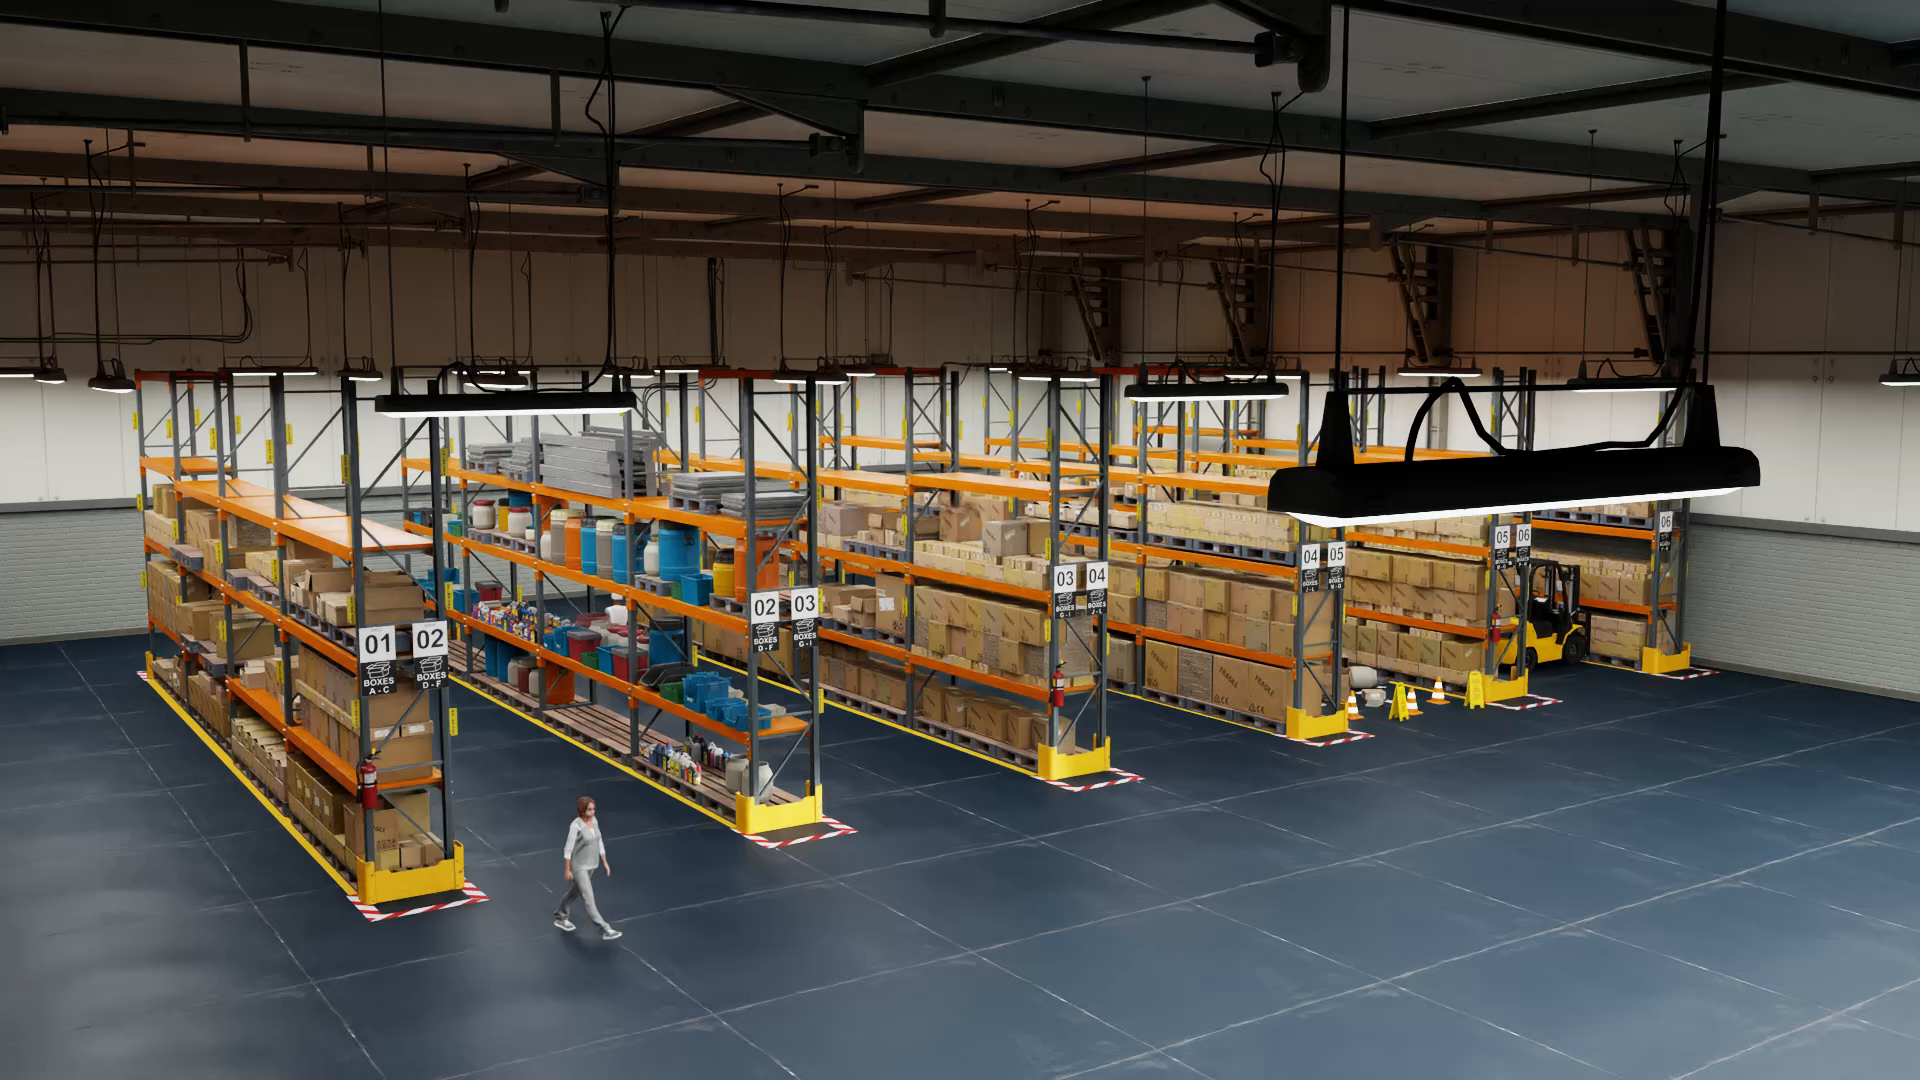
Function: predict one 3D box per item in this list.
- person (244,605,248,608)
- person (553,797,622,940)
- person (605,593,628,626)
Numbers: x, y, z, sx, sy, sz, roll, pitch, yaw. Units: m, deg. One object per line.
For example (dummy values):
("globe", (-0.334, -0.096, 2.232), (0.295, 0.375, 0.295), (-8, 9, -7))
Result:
("person", (-14.679, 1.668, 34.065), (1.071, 1.599, 0.498), (6, 9, 41))
("person", (-4.010, 3.524, 17.945), (1.020, 1.533, 0.430), (2, 7, 21))
("person", (-6.562, 1.850, 31.752), (0.572, 1.776, 0.446), (-4, 7, -30))
